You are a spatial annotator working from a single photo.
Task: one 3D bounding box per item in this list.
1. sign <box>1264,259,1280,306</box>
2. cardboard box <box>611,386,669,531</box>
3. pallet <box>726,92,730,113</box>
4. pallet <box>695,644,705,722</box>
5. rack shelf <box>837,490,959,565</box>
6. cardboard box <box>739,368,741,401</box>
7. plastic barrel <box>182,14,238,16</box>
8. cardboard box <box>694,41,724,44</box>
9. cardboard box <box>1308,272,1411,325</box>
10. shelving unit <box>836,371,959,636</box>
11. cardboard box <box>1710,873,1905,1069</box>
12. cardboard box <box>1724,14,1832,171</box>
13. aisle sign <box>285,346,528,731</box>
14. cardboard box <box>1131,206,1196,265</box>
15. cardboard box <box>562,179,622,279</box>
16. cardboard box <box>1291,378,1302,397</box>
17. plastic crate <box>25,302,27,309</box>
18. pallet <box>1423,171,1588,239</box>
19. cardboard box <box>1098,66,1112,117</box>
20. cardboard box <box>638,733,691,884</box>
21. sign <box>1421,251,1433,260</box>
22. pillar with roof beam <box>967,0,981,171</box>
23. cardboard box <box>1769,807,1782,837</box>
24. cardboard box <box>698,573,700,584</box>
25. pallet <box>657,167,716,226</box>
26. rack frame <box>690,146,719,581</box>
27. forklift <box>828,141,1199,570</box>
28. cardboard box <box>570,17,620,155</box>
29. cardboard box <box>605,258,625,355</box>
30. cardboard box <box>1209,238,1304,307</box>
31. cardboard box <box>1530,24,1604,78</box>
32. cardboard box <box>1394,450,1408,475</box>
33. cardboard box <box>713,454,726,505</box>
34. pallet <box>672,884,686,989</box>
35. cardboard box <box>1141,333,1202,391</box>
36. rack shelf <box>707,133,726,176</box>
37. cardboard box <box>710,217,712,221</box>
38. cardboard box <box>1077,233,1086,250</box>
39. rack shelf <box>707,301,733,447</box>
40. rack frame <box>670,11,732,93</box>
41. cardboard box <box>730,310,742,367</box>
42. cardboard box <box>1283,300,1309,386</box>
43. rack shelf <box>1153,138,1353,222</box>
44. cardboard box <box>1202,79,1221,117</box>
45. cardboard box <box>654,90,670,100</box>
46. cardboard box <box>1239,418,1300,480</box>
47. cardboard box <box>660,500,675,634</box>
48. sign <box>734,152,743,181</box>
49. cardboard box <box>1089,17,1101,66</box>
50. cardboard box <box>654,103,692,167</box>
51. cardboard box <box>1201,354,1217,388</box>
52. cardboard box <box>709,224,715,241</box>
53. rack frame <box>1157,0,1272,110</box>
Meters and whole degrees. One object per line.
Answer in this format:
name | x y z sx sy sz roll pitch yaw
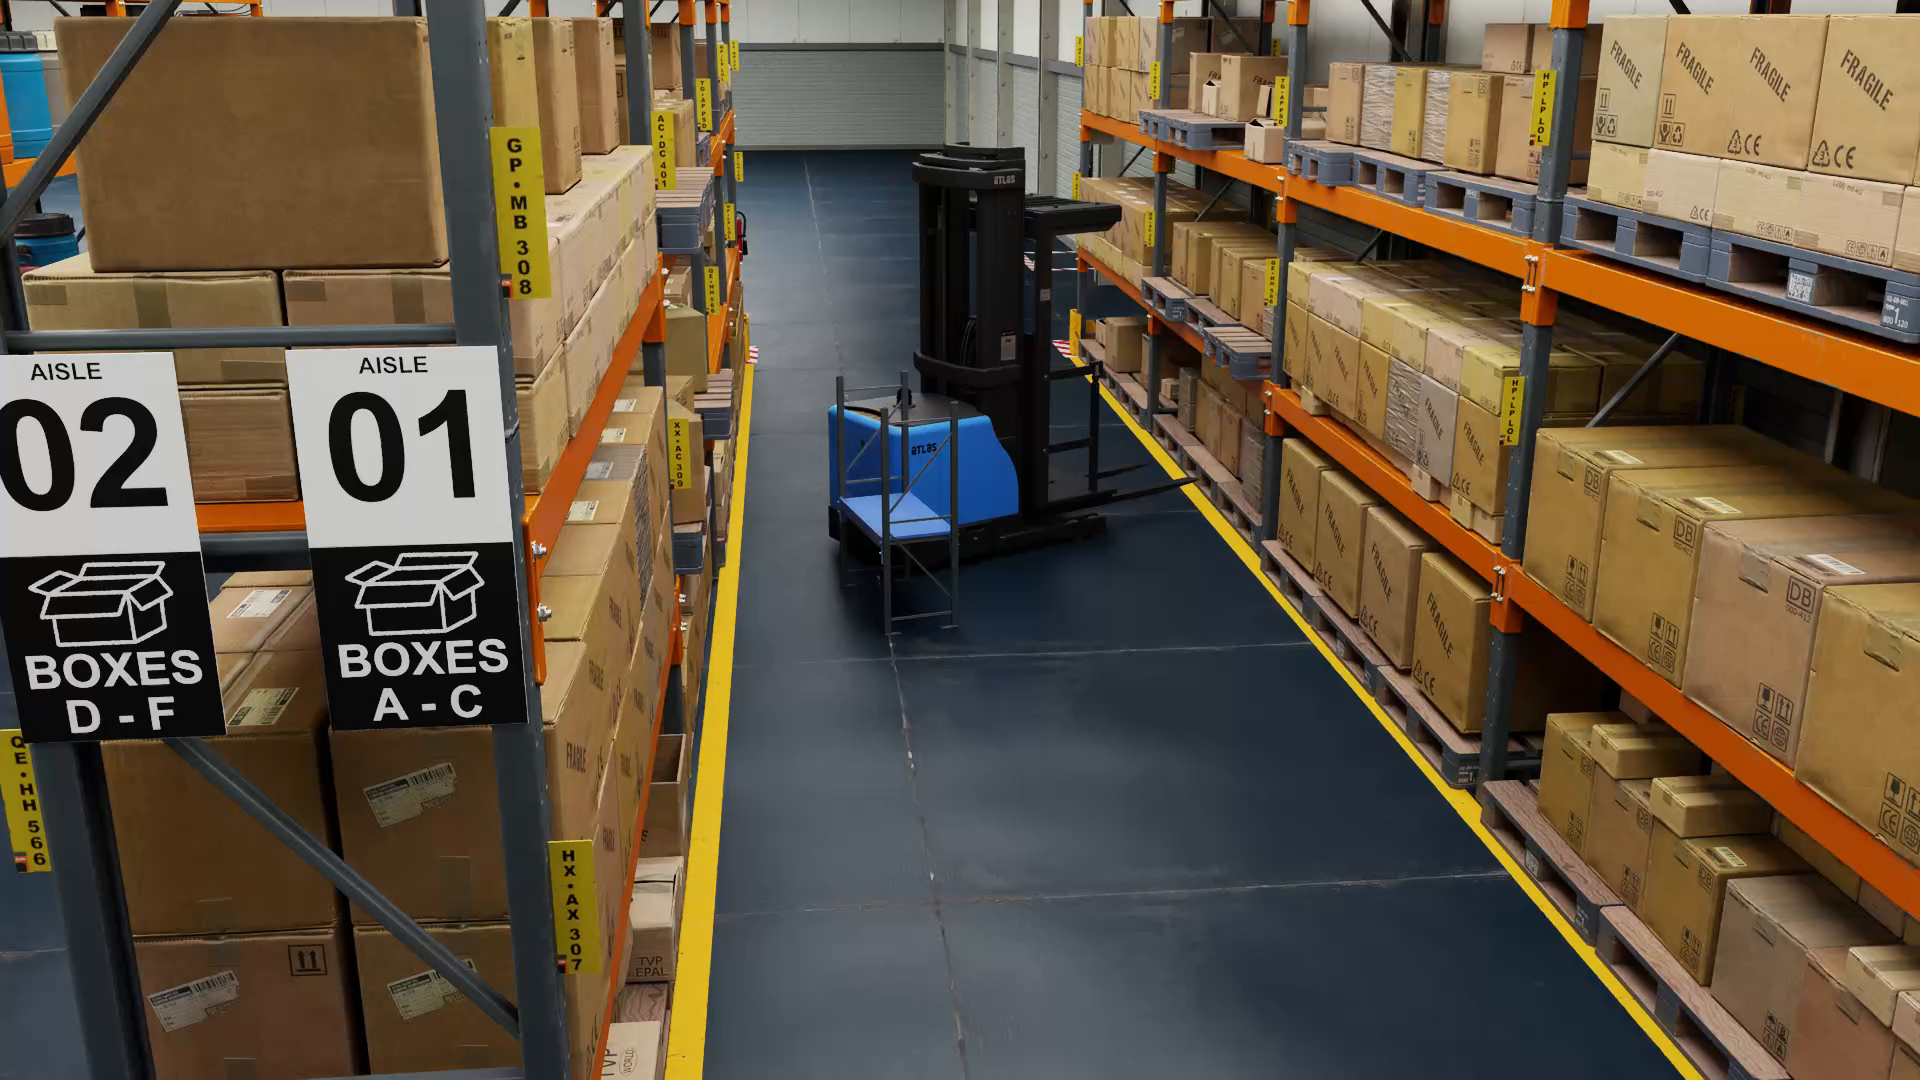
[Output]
sign | 2.175 -1.795 11.586 0.100 0.325 0.005 -2 18 -6
cardboard box | -1.491 -0.336 6.904 0.500 0.500 0.500 -2 18 -5
pallet | -2.991 -4.707 17.801 1.003 0.211 1.213 -2 18 -6
pallet | -2.051 0.771 9.869 1.003 0.211 1.213 -2 18 -6
rack shelf | -0.423 -0.097 11.083 0.538 0.185 1.000 -6 18 -19
cardboard box | -2.418 -1.523 16.409 0.500 0.250 0.500 -2 18 -6
plastic barrel | -7.789 -5.073 17.402 0.600 0.830 0.708 -2 18 -6
cardboard box | -2.670 -4.580 16.142 0.797 0.503 0.637 0 17 0
cardboard box | 2.561 -1.554 10.669 0.500 0.250 0.500 -2 18 -6
shelving unit | -0.423 -0.269 11.029 0.538 1.500 1.048 -6 18 -19
cardboard box | 3.263 1.571 6.136 0.700 0.500 0.500 -2 18 -7
cardboard box | 3.037 -1.553 5.737 0.500 0.500 0.500 -2 18 -5
aisle sign | -1.089 0.009 3.302 0.394 0.787 0.004 -2 18 -6
cardboard box | 1.945 -2.919 15.931 0.500 0.500 0.500 -2 18 -6
cardboard box | -1.332 -0.969 5.162 0.500 0.250 0.500 -2 18 -6
cardboard box | 2.518 -1.084 11.509 0.380 0.149 0.250 -2 18 -6
plastic crate | -7.002 -1.515 12.389 0.402 0.464 0.583 -2 18 -6
pallet | 2.983 -1.720 8.459 0.805 0.209 1.217 -2 18 -8
cardboard box | 1.752 -4.749 17.587 0.500 0.500 0.500 -1 17 -3
cardboard box | -1.459 1.190 7.319 0.500 0.500 0.500 -2 18 -6
sign | 3.266 -1.870 11.694 0.100 0.325 0.005 -2 18 -6
pillar with roof beam | -3.936 -13.381 40.276 9.100 9.000 0.400 -2 18 -6
cardboard box | 3.394 1.062 6.676 0.380 0.149 0.250 -2 18 -5
cardboard box | -1.763 0.072 9.627 0.500 0.250 0.500 -2 18 -7
pallet | -1.908 -1.801 8.711 1.213 0.211 1.003 -2 18 -6
rack frame | -2.213 -1.146 11.319 1.000 3.000 0.127 -2 18 -6
forklift | 0.512 -1.505 12.578 3.031 2.935 1.130 -12 21 -33
cardboard box | -1.712 -1.766 6.451 0.700 0.500 0.500 -2 18 -6
cardboard box | -1.338 -0.730 5.237 0.500 0.250 0.500 -2 18 -6
cardboard box | 2.470 -2.235 13.886 0.700 0.500 0.500 1 17 2
cardboard box | 3.166 -2.421 8.219 0.500 0.250 0.500 -1 17 -2
cardboard box | 2.723 -0.470 9.551 0.380 0.149 0.250 -2 18 -7
cardboard box | -1.975 -0.467 12.110 0.500 0.311 0.500 -1 17 -4
pallet | -1.730 1.581 7.289 1.003 0.211 1.213 -2 18 -6
cardboard box | 2.155 -1.817 16.895 0.500 0.500 0.500 -3 18 -10
rack shelf | -2.419 -2.830 12.875 1.077 0.370 4.000 -2 18 -6
cardboard box | -2.731 -3.287 15.806 0.700 0.500 0.500 -2 18 -6
cardboard box | 1.623 -3.466 18.927 0.500 0.250 0.500 -2 18 -7
rack shelf | -2.419 -1.398 13.325 1.077 0.370 4.000 -2 18 -6
rack frame | -3.038 -6.392 18.012 1.000 3.000 0.127 -2 18 -6
cardboard box | -2.465 -2.030 16.771 0.500 0.500 0.500 -2 18 -6
cardboard box | 2.510 -1.346 11.261 0.500 0.500 0.500 -1 17 -4
rack shelf | 2.508 -2.984 13.366 1.077 0.370 4.000 -2 18 -6
cardboard box | 2.342 -3.732 13.996 0.500 0.311 0.500 -1 17 -4
cardboard box | -2.489 -3.326 12.805 0.500 0.250 0.500 -3 18 -10
cardboard box | 2.650 -0.687 13.297 0.700 0.500 0.500 -2 18 -6
cardboard box | -1.493 0.139 7.059 0.500 0.500 0.500 -1 17 -5
sign | -2.497 -4.207 18.742 0.100 0.325 0.005 -2 18 -6
cardboard box | 1.689 -5.376 17.914 0.500 0.500 0.500 -2 18 -6
cardboard box | -2.082 -2.344 9.960 0.910 0.500 0.500 -2 18 -6
cardboard box | 2.443 -1.517 14.688 0.500 0.250 0.500 -2 18 -7
cardboard box | -2.487 -2.856 15.515 0.380 0.149 0.250 -2 17 -5
rack frame | 2.301 -5.354 14.707 1.000 3.000 0.127 -2 18 -6
